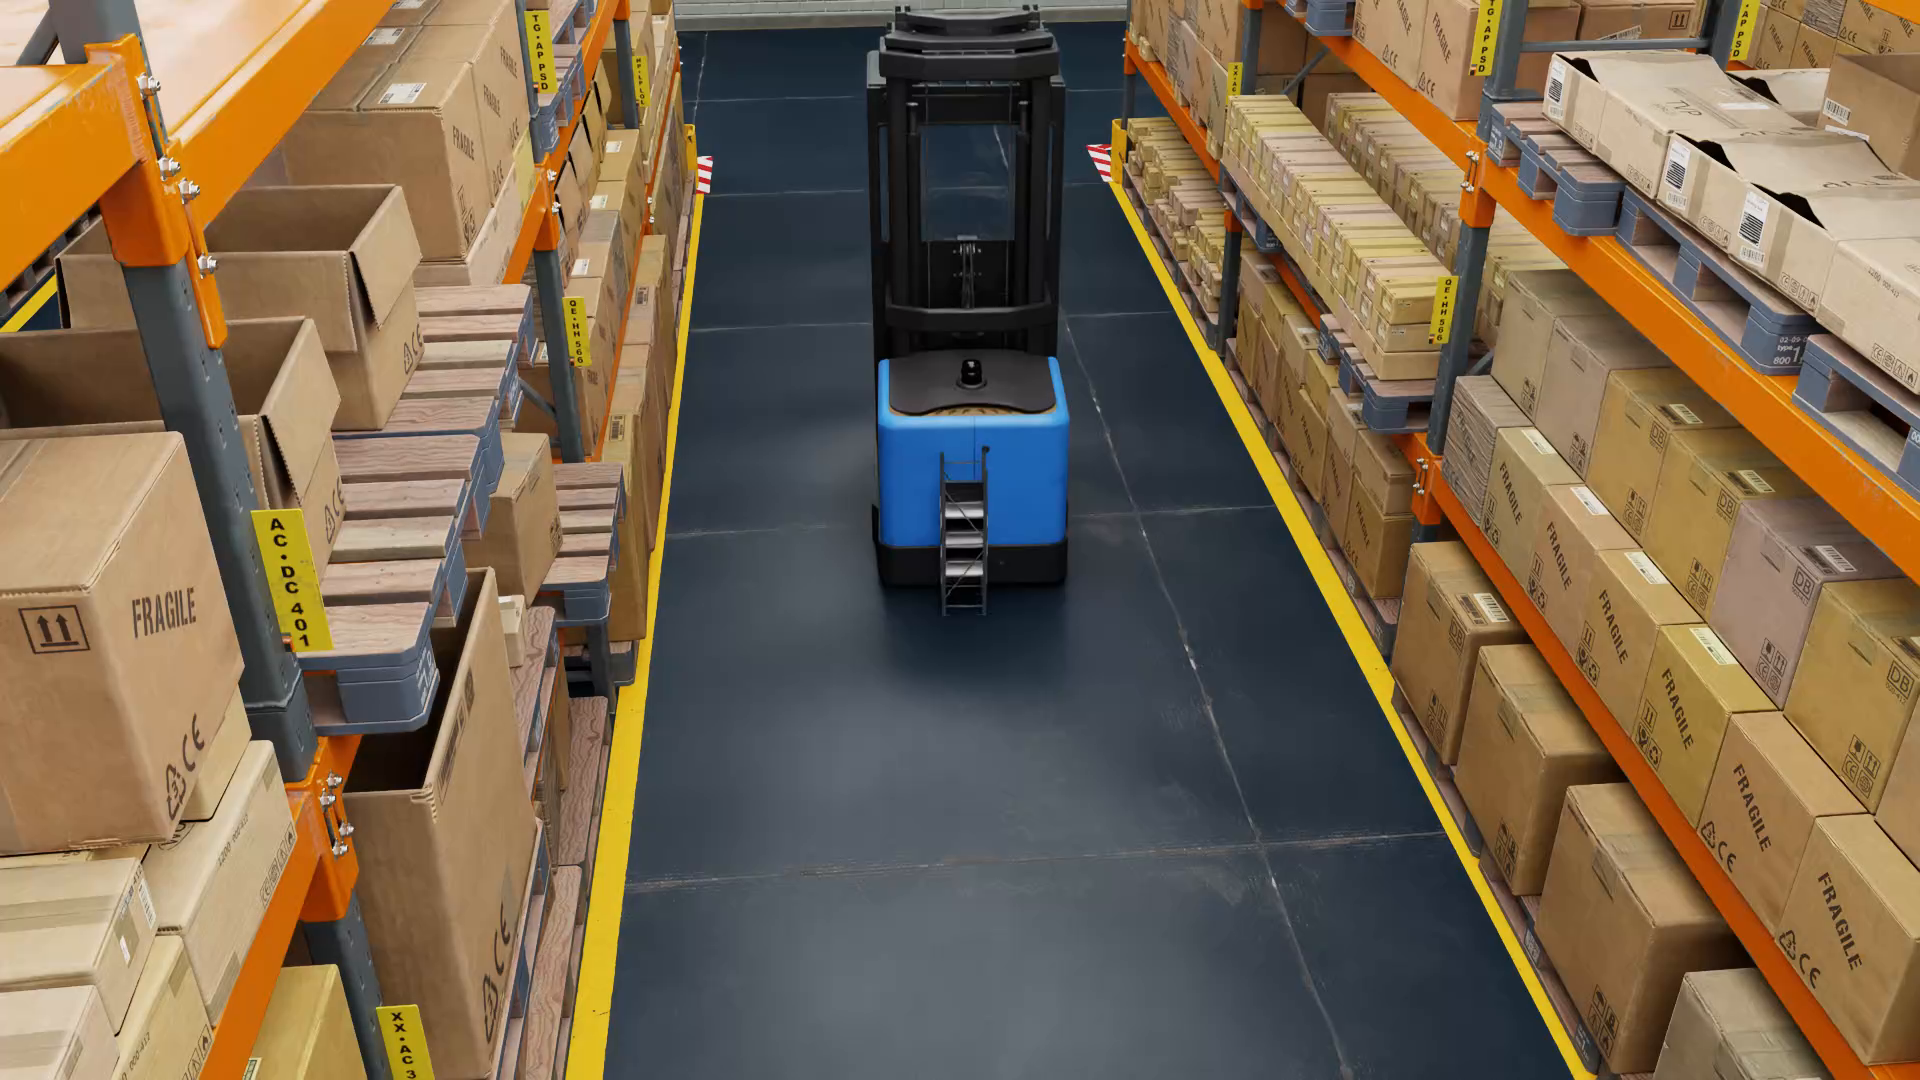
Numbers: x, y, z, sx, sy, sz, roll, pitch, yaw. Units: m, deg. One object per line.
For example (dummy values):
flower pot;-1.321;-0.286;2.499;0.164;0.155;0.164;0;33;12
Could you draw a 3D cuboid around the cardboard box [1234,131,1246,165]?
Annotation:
cardboard box;1.957;-2.492;10.543;0.380;0.149;0.250;-3;31;-6

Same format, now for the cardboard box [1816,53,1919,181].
cardboard box;3.166;-1.285;5.447;0.500;0.500;0.500;-3;31;-5

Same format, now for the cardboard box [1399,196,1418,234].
cardboard box;2.729;-1.857;9.480;0.380;0.149;0.250;-2;31;-3

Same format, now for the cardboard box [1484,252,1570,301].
cardboard box;2.847;-1.316;8.283;0.380;0.149;0.250;-4;31;-6

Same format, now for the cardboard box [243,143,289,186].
cardboard box;-2.337;-1.197;5.319;0.500;0.500;0.500;-4;31;-6

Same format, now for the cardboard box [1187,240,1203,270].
cardboard box;1.925;-2.151;12.507;0.380;0.149;0.250;-4;31;-6

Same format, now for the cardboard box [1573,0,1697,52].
cardboard box;2.937;-2.240;7.554;0.500;0.500;0.500;-3;31;-5

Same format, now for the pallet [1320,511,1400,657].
pallet;2.654;0.193;9.222;1.003;0.211;1.213;-3;31;-5

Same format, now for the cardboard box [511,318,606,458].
cardboard box;-1.997;-0.723;7.939;0.500;0.500;0.500;-2;31;-3

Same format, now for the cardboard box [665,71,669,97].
cardboard box;-2.487;-3.576;13.057;0.380;0.149;0.250;-3;31;-4

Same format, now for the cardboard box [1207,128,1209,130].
cardboard box;1.994;-2.940;11.992;0.380;0.149;0.250;-2;31;-3

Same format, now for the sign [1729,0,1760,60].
sign;3.279;-2.172;6.954;0.100;0.325;0.005;-3;31;-5

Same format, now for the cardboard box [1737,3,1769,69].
cardboard box;6.760;-4.245;13.835;0.500;0.500;0.500;-3;31;-5

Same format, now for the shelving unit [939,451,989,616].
shelving unit;0.019;-0.027;8.918;0.258;0.900;0.210;-1;31;-2

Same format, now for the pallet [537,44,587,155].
pallet;-2.335;-1.952;7.353;1.213;0.211;1.003;-1;31;-2

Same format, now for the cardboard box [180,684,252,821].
cardboard box;-1.531;0.380;3.021;0.380;0.149;0.250;-2;31;-3

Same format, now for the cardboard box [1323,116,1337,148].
cardboard box;2.585;-2.654;10.814;0.380;0.149;0.250;-2;31;-3

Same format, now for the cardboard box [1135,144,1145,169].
cardboard box;1.741;-3.352;14.517;0.380;0.149;0.250;-3;31;-5

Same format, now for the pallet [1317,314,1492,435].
pallet;2.553;-0.882;8.489;1.213;0.211;1.003;-3;31;-5

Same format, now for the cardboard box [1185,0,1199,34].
cardboard box;1.951;-4.000;12.160;0.500;0.500;0.500;-2;31;-3

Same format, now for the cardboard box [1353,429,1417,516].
cardboard box;2.400;-0.371;8.743;0.500;0.250;0.500;-3;31;-6

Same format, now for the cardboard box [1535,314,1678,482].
cardboard box;2.806;-0.590;6.740;0.700;0.500;0.500;-3;31;-5

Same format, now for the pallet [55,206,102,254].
pallet;-7.863;-2.646;13.975;1.003;0.211;1.213;-3;31;-5

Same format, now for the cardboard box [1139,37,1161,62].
cardboard box;1.719;-4.133;13.990;0.380;0.149;0.250;-4;31;-6

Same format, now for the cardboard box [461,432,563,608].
cardboard box;-1.980;-0.089;6.467;0.700;0.500;0.500;2;31;3

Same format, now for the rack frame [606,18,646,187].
rack frame;-2.596;-2.462;10.946;1.000;3.000;0.127;-3;31;-5

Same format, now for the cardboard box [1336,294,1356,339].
cardboard box;2.176;-1.166;8.613;0.380;0.149;0.250;-2;31;-4

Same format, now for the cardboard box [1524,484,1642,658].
cardboard box;2.595;0.111;6.542;0.500;0.500;0.500;-3;31;-5

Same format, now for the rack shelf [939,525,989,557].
rack shelf;0.019;0.002;8.935;0.258;0.077;0.200;-1;31;-2

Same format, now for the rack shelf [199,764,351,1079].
rack shelf;-1.662;1.665;1.814;1.077;0.370;4.000;-3;31;-5

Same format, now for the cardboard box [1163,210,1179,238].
cardboard box;1.866;-2.574;13.506;0.380;0.149;0.250;-3;31;-5

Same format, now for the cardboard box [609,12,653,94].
cardboard box;-2.425;-3.355;11.568;0.500;0.500;0.500;-3;31;-5

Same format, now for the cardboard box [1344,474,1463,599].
cardboard box;2.403;-0.036;8.914;0.500;0.500;0.500;-3;31;-5

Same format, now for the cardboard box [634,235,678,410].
cardboard box;-2.516;-1.404;10.838;1.225;0.875;0.875;-3;31;-4

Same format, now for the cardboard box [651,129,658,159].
cardboard box;-2.342;-2.789;11.740;0.380;0.149;0.250;-2;31;-3

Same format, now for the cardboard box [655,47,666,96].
cardboard box;-2.513;-3.548;12.621;0.500;0.250;0.500;-3;31;-4

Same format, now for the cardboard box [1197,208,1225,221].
cardboard box;2.019;-2.420;12.667;0.380;0.149;0.250;-2;31;-3

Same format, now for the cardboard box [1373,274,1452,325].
cardboard box;2.223;-1.162;8.025;0.380;0.149;0.250;-4;31;-7

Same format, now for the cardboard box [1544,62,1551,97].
cardboard box;2.597;-1.830;6.703;0.380;0.149;0.250;-4;31;-7

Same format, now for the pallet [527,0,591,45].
pallet;-2.443;-2.523;8.308;1.003;0.211;1.213;-1;31;-2

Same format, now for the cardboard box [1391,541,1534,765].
cardboard box;2.693;0.495;7.780;1.050;0.750;0.750;-3;31;-5

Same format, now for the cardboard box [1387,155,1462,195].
cardboard box;2.704;-2.114;9.621;0.380;0.149;0.250;-4;31;-7

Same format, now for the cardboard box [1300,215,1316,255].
cardboard box;2.103;-1.694;9.208;0.380;0.149;0.250;-2;31;-3

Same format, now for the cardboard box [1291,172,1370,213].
cardboard box;2.081;-1.955;9.353;0.380;0.149;0.250;-2;31;-3

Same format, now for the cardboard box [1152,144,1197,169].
cardboard box;1.836;-3.225;14.016;0.380;0.149;0.250;-4;31;-7

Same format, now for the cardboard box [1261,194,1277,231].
cardboard box;2.028;-1.970;9.958;0.380;0.149;0.250;-4;31;-7

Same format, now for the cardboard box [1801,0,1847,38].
cardboard box;6.855;-4.155;12.709;0.500;0.500;0.500;-2;31;-4

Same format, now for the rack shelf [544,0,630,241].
rack shelf;-2.409;-2.419;8.652;1.077;0.370;4.000;-3;31;-5

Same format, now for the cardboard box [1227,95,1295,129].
cardboard box;1.930;-2.752;10.689;0.380;0.149;0.250;-1;31;-2

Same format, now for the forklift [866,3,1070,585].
forklift;0.022;-1.733;9.793;1.130;2.935;3.031;-1;31;-2

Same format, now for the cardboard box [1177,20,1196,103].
cardboard box;1.933;-3.571;12.416;0.500;0.500;0.500;-3;31;-5

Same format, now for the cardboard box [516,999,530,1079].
cardboard box;-1.963;1.663;6.051;0.700;0.500;0.500;-5;31;-9

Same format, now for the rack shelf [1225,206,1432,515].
rack shelf;2.538;-1.318;9.733;1.077;0.370;4.000;-3;31;-5

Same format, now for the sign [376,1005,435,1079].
sign;-1.309;1.221;3.937;0.100;0.325;0.005;-3;31;-5

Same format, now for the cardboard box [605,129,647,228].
cardboard box;-2.281;-2.279;10.543;0.500;0.500;0.500;-3;31;-4
